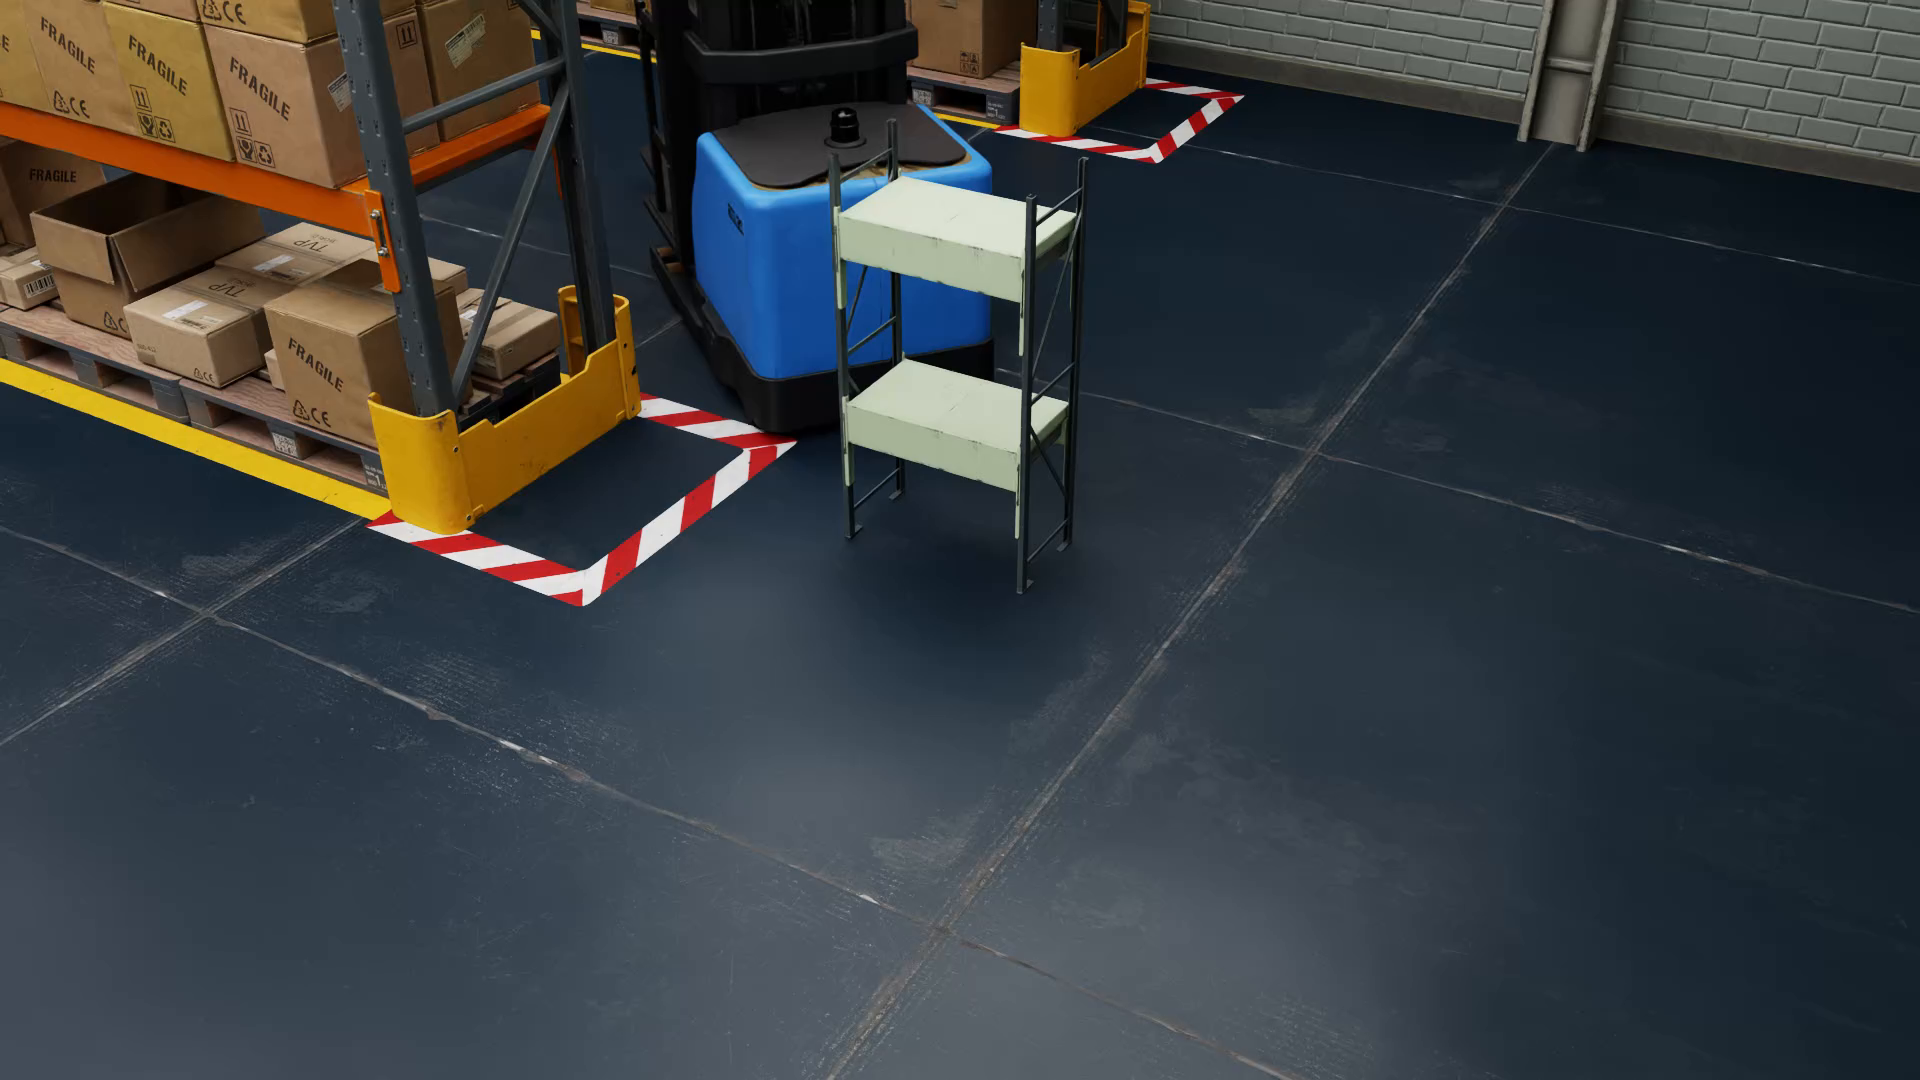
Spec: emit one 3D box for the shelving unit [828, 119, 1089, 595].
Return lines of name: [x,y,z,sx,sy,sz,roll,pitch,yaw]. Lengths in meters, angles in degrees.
shelving unit: [-0.006,-0.626,5.837,0.755,1.500,0.431,18,37,24]

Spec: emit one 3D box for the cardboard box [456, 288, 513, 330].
cardboard box: [-2.115,-0.914,7.075,0.250,0.166,0.380,18,37,24]

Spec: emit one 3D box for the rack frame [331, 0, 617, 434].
rack frame: [-1.705,-1.561,5.888,0.127,3.000,1.000,18,37,24]

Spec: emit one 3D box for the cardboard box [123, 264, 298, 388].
cardboard box: [-3.110,-0.906,6.988,0.500,0.250,0.500,18,37,24]

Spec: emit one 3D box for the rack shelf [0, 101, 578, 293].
rack shelf: [-3.442,-1.811,6.913,4.000,0.370,1.077,18,37,24]

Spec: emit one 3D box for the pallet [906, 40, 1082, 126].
pallet: [0.016,-2.967,10.515,1.213,0.211,1.003,18,37,24]

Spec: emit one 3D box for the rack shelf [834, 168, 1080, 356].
rack shelf: [-0.006,-0.951,5.621,0.720,0.370,0.431,18,37,24]

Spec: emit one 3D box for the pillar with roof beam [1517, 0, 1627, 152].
pillar with roof beam: [1.387,-4.045,4.205,0.400,9.000,9.100,18,37,24]

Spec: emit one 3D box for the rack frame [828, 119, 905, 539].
rack frame: [-0.324,-0.727,5.988,0.023,1.500,0.400,18,37,24]

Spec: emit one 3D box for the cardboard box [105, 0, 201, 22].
cardboard box: [-2.667,-2.147,5.776,0.500,0.500,0.500,19,38,26]

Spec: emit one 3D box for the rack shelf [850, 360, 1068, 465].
rack shelf: [-0.006,-0.436,5.964,0.686,0.124,0.368,18,37,24]

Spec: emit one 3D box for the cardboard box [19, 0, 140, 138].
cardboard box: [-3.112,-1.875,6.270,0.500,0.500,0.500,18,38,25]

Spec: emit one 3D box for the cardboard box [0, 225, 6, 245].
cardboard box: [-4.921,-1.505,7.833,0.500,0.311,0.500,18,37,24]

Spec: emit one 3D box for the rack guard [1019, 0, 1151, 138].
rack guard: [0.770,-2.899,10.152,0.348,0.500,1.175,18,37,24]

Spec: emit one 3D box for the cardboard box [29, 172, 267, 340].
cardboard box: [-3.545,-1.291,7.337,0.637,0.503,0.797,18,37,24]

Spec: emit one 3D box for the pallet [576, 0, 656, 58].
pallet: [-2.102,-3.638,11.523,1.213,0.211,1.003,18,37,24]

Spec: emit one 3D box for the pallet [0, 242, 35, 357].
pallet: [-4.582,-1.311,8.028,1.213,0.211,1.003,18,37,24]

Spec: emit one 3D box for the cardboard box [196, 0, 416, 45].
cardboard box: [-2.228,-2.009,5.568,0.500,0.500,0.500,17,37,24]

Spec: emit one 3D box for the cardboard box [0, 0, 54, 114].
cardboard box: [-3.549,-2.014,6.478,0.500,0.500,0.500,17,37,24]

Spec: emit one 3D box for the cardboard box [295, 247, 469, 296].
cardboard box: [-2.471,-1.023,7.164,0.500,0.250,0.500,18,37,24]

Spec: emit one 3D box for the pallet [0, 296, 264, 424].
pallet: [-3.519,-0.976,7.525,1.213,0.211,1.003,18,37,24]

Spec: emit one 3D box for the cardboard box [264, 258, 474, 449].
cardboard box: [-2.300,-0.734,6.505,0.500,0.500,0.500,18,37,24]

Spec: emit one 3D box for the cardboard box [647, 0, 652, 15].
cardboard box: [-1.691,-3.785,11.104,0.500,0.500,0.700,17,37,24]

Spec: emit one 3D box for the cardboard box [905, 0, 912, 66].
cardboard box: [-0.343,-3.362,10.469,0.500,0.500,0.700,17,37,24]

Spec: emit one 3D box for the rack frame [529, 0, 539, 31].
rack frame: [-2.724,-5.046,11.121,0.127,3.000,1.000,18,37,24]

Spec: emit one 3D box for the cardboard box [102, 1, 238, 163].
cardboard box: [-2.681,-1.736,6.060,0.500,0.500,0.500,18,38,25]

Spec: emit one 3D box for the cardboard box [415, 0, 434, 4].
cardboard box: [-1.960,-2.267,5.956,0.500,0.500,0.500,19,38,26]

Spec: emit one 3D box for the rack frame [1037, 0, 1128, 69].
rack frame: [0.749,-3.946,9.469,0.127,3.000,1.000,18,37,24]

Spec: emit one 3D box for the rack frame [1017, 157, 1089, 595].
rack frame: [0.312,-0.525,5.686,0.023,1.500,0.400,18,37,24]

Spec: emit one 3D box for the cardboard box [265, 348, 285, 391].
cardboard box: [-2.607,-0.750,6.830,0.250,0.166,0.380,18,37,24]

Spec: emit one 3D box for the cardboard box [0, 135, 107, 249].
cardboard box: [-4.543,-1.783,8.080,0.500,0.500,0.500,18,37,24]

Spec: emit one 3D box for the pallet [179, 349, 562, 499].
pallet: [-2.464,-0.640,7.020,1.213,0.211,1.003,18,37,24]

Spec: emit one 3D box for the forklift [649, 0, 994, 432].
forklift: [-0.872,-2.467,7.311,1.130,2.935,3.031,-12,36,-18]
